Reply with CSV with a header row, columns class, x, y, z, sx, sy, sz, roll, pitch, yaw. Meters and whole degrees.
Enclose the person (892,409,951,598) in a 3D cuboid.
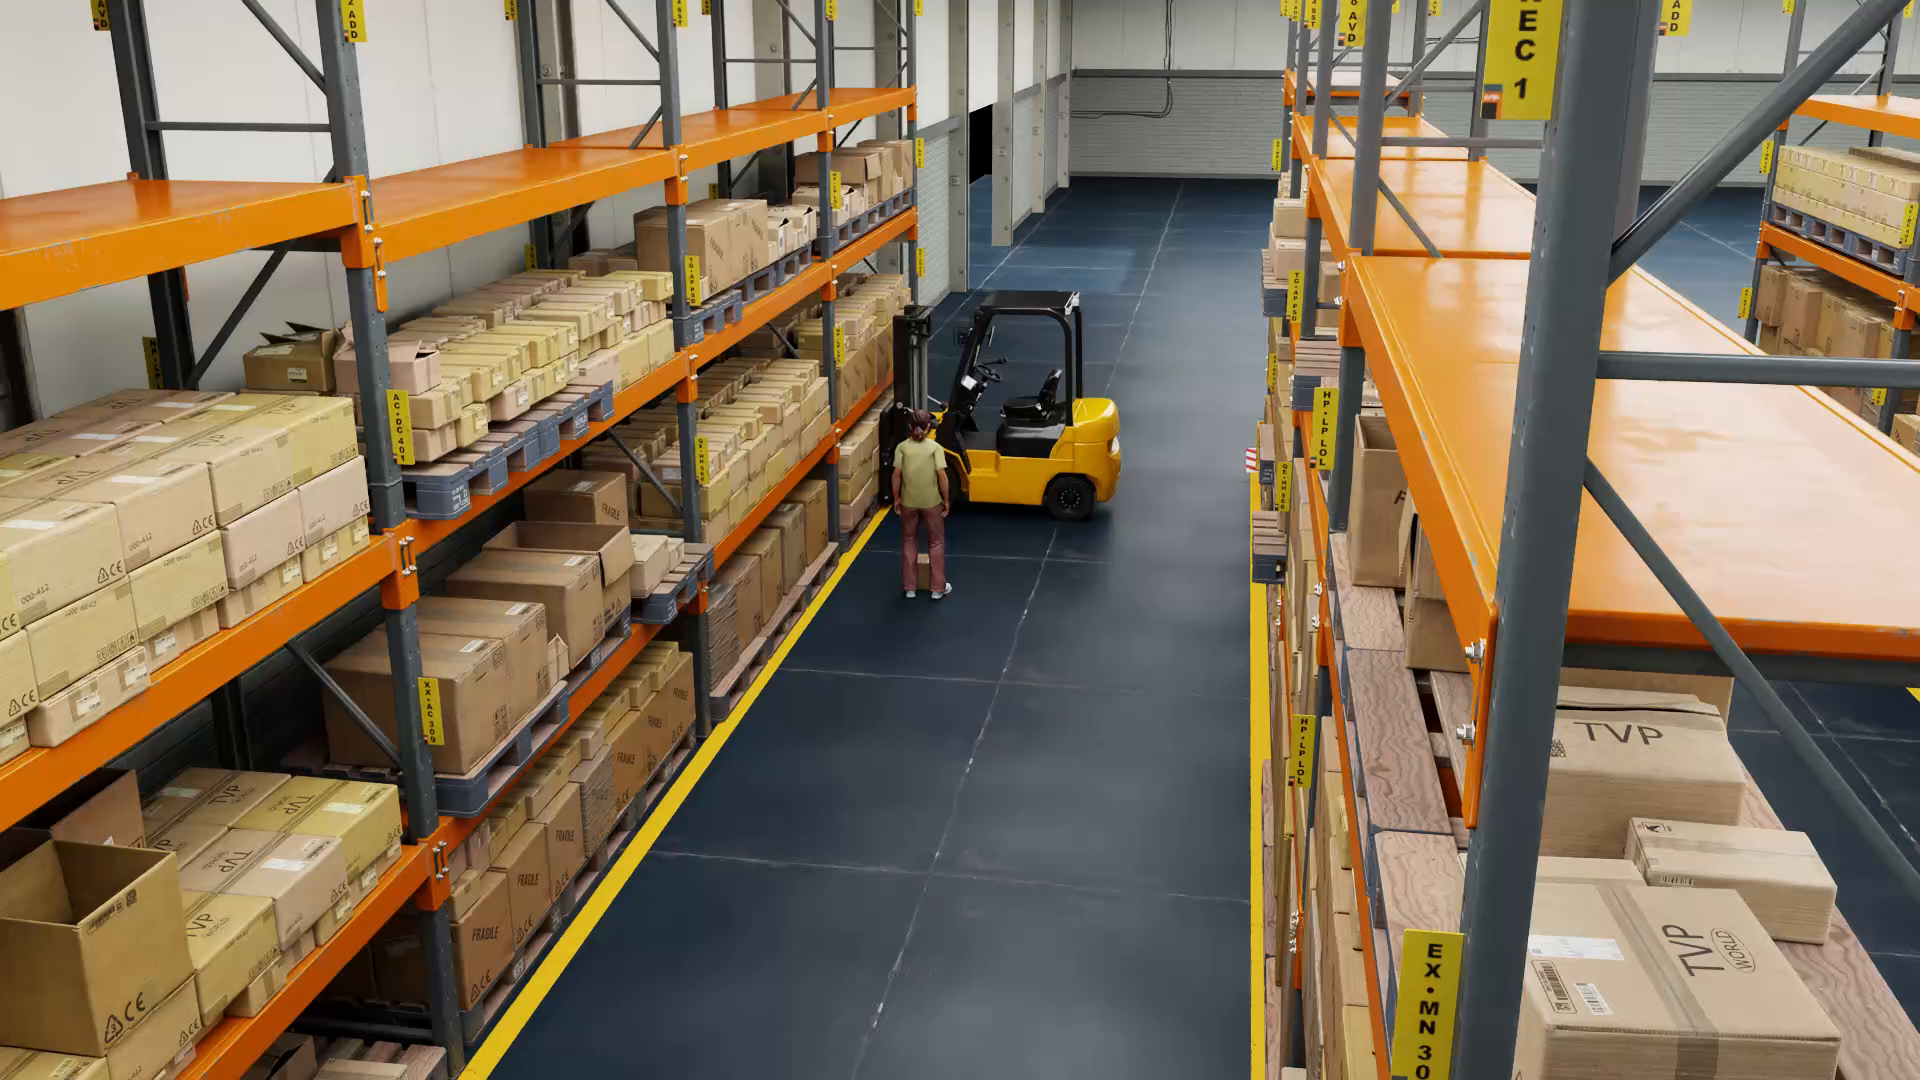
class,x,y,z,sx,sy,sz,roll,pitch,yaw
person,-0.336,-0.202,14.506,0.496,1.438,0.359,3,18,8
